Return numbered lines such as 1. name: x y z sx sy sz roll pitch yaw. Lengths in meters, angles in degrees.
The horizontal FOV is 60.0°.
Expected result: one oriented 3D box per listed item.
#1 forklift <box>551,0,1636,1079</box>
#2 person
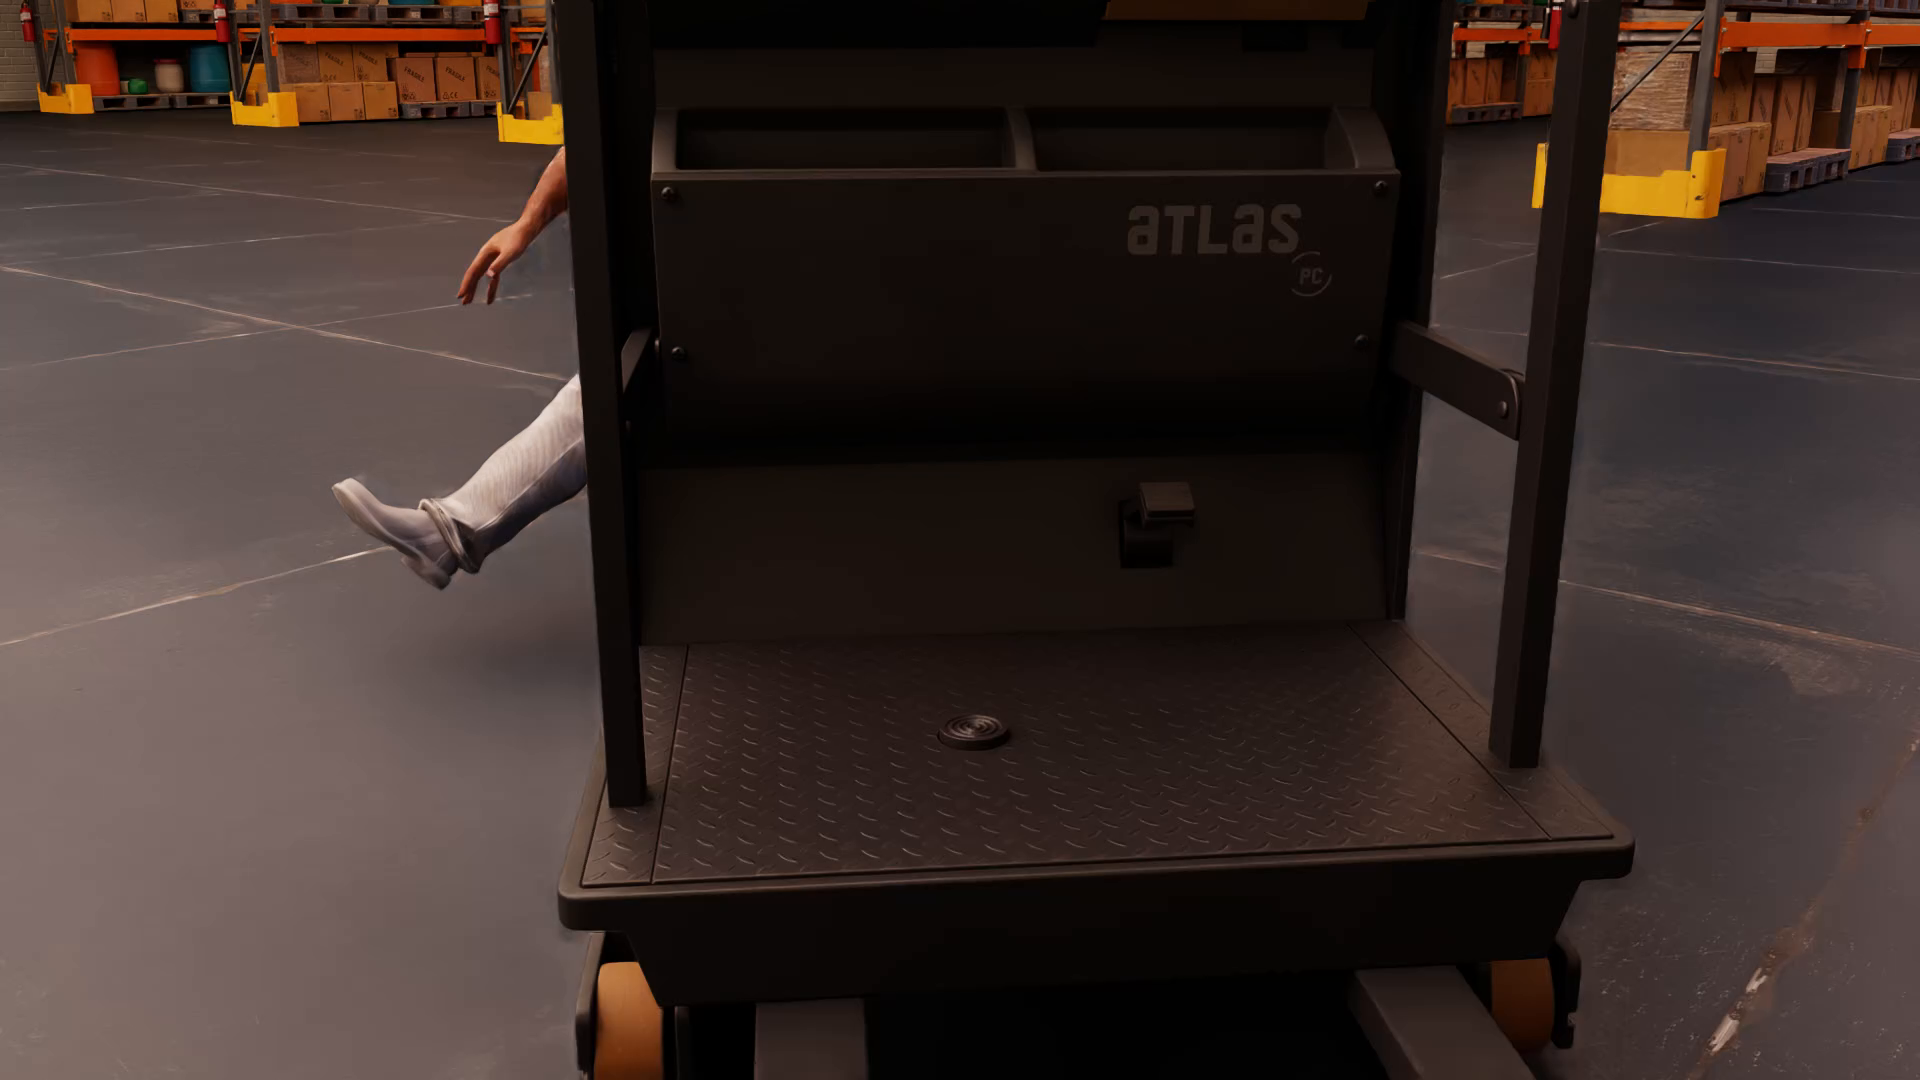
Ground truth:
1. forklift: 0.107 -0.872 1.768 1.130 2.935 3.031 -2 17 -5
2. person: -0.477 -0.512 3.243 1.082 1.415 1.121 11 20 32
